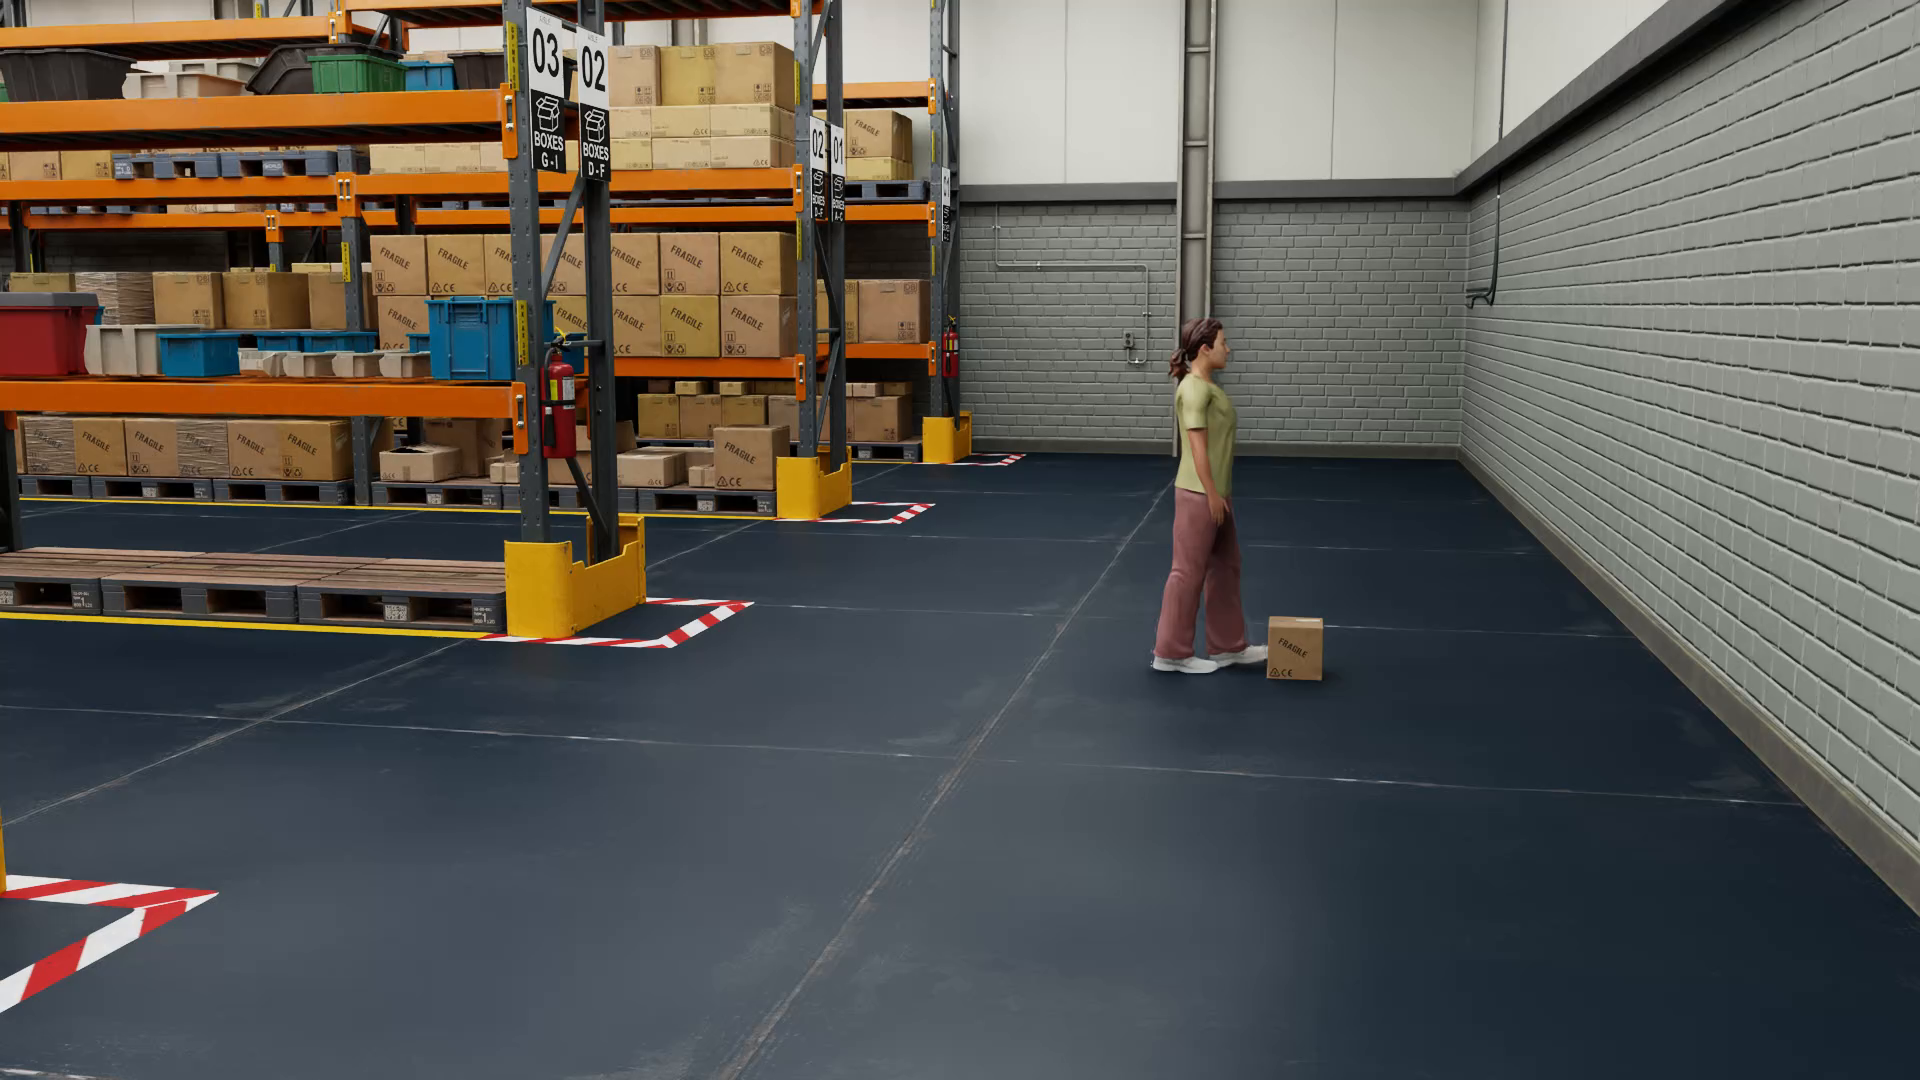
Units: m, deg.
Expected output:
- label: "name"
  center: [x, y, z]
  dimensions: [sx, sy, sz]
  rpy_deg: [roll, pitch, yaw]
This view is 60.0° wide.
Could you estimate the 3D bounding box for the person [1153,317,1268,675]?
- label: "person"
  center: [1.199, -0.204, 7.792]
  dimensions: [0.554, 1.667, 0.447]
  rpy_deg: [2, 8, 13]
